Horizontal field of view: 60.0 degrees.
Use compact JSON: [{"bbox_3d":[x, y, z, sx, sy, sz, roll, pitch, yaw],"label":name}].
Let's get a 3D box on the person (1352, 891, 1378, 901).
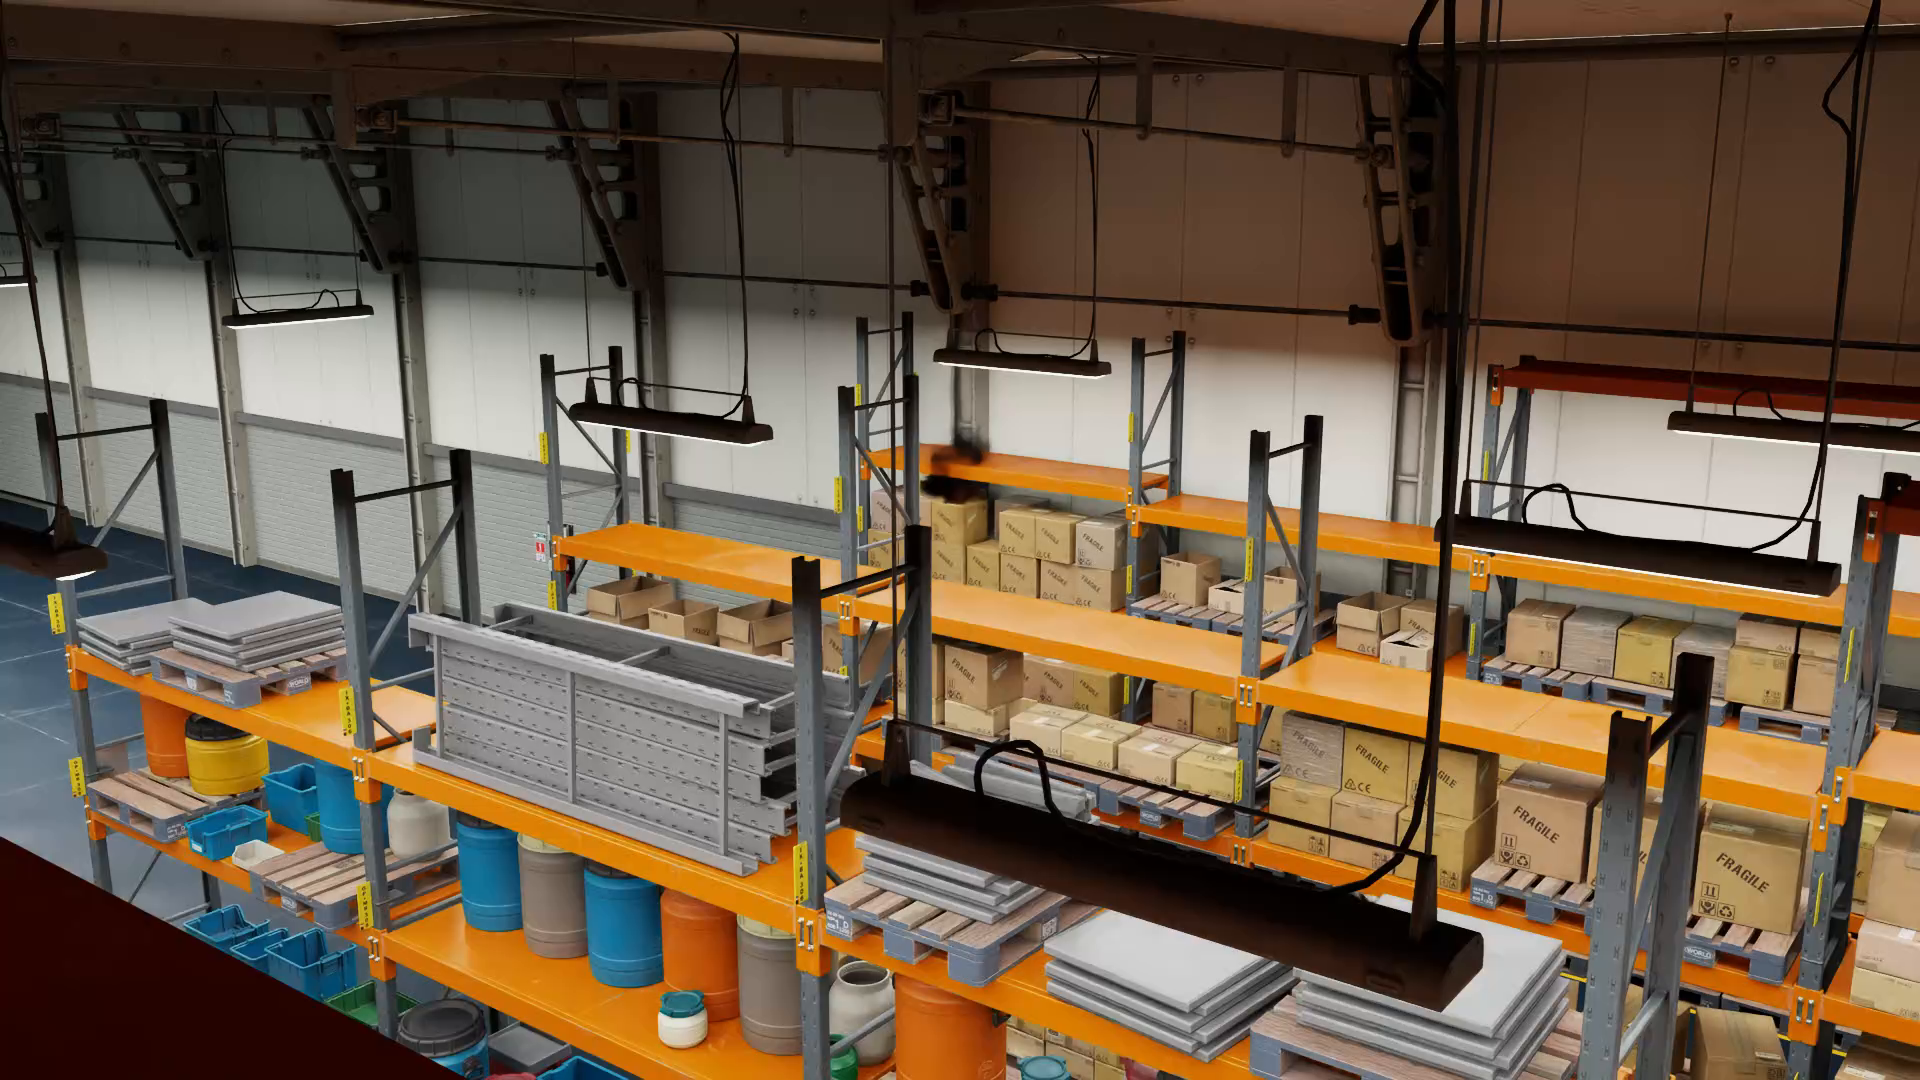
[{"bbox_3d":[3.623,3.867,14.990,0.558,1.662,0.583,9,16,33],"label":"person"}]
